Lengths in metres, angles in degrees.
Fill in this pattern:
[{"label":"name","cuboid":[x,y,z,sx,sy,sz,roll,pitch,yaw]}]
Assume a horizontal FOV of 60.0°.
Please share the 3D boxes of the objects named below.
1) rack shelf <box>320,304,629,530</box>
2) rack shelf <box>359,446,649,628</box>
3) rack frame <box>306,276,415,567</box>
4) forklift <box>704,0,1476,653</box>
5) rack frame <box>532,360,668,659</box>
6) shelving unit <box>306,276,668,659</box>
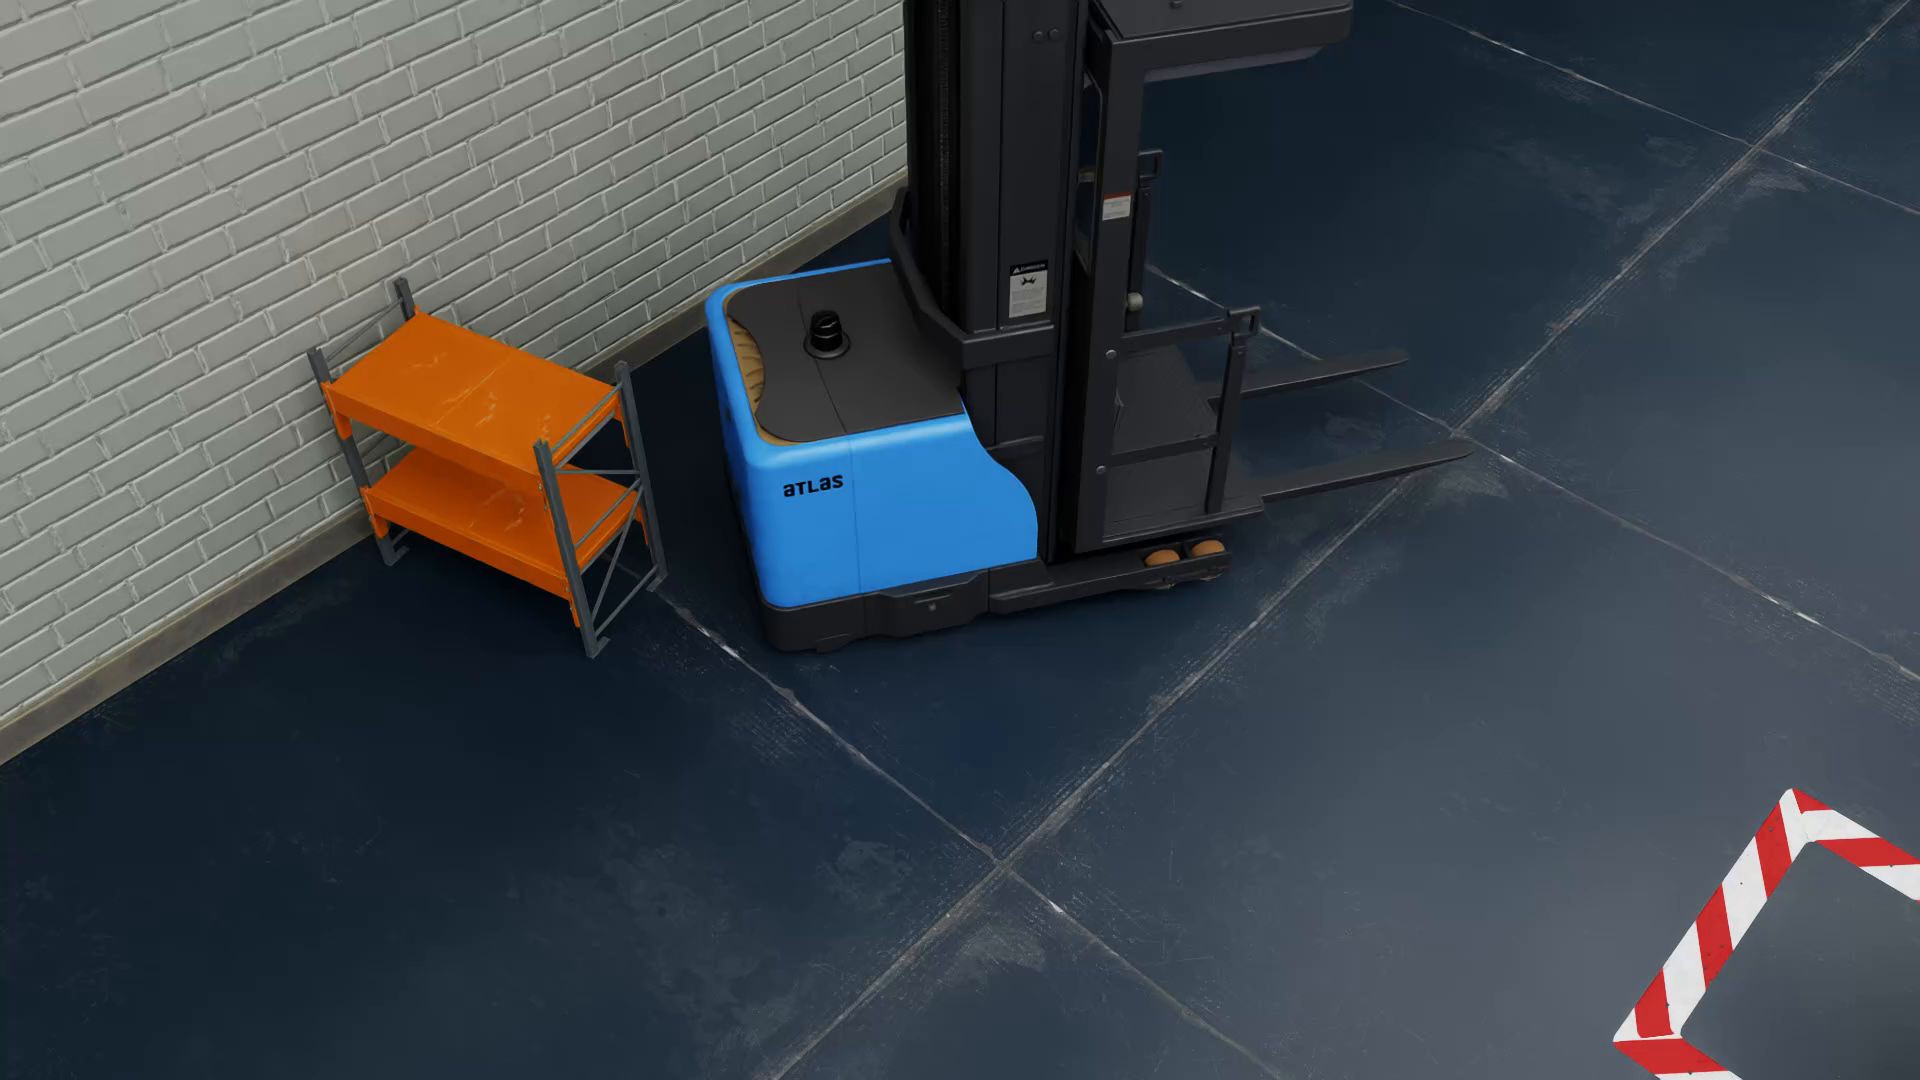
[{"label":"rack shelf","cuboid":[-1.760,-0.466,6.123,1.000,0.278,0.538,21,50,19]},{"label":"rack shelf","cuboid":[-1.760,-0.099,6.515,1.000,0.278,0.538,21,50,19]},{"label":"rack frame","cuboid":[-2.208,-0.442,6.502,0.032,1.125,0.500,21,50,19]},{"label":"forklift","cuboid":[0.596,-1.168,5.945,3.031,2.935,1.130,-11,48,-10]},{"label":"rack frame","cuboid":[-1.313,-0.090,6.171,0.032,1.125,0.500,21,50,19]},{"label":"shelving unit","cuboid":[-1.760,-0.266,6.337,1.048,1.125,0.538,21,50,19]}]
